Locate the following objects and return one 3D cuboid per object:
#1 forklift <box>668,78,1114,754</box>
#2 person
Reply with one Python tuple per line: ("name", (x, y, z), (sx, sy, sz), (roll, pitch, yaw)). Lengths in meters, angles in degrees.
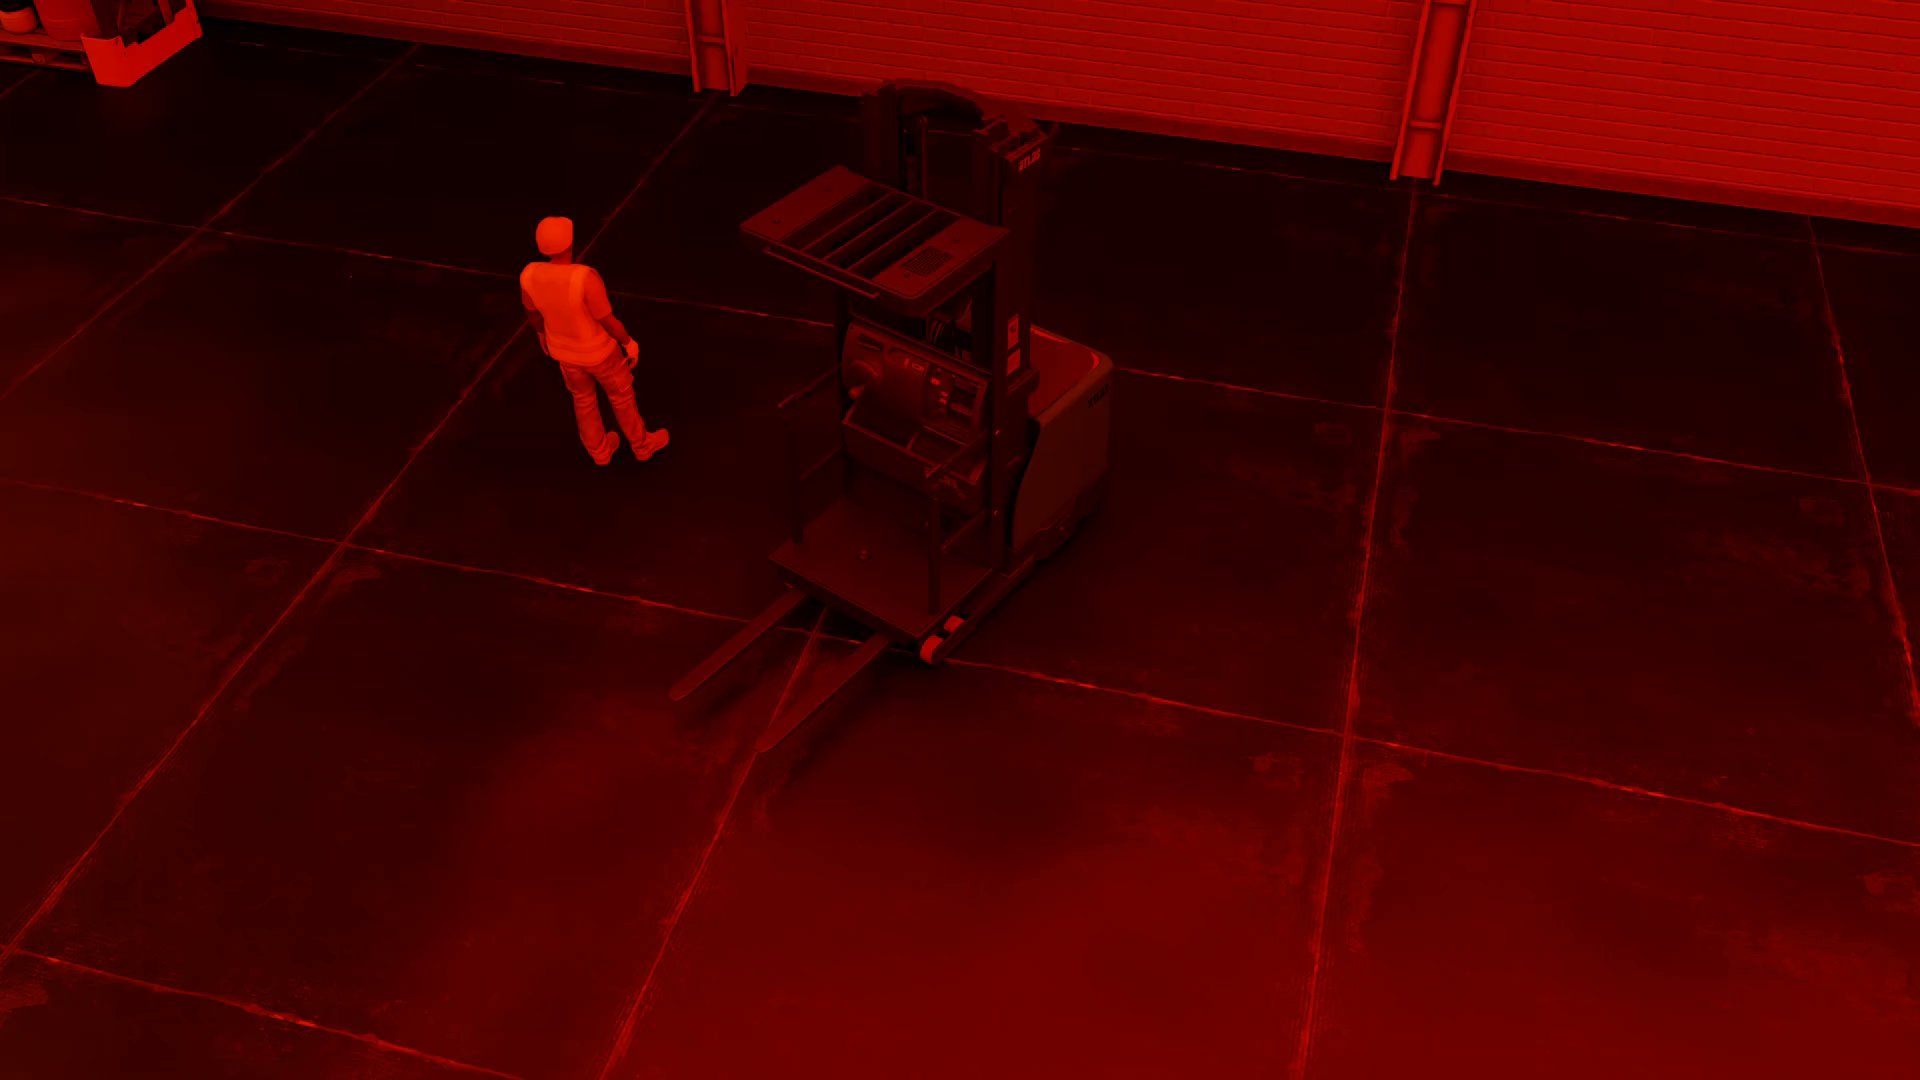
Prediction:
("forklift", (-0.375, -0.773, 8.743), (1.130, 2.935, 3.031), (26, 48, 27))
("person", (-2.246, -1.225, 10.120), (0.661, 1.784, 0.578), (12, 43, 14))
